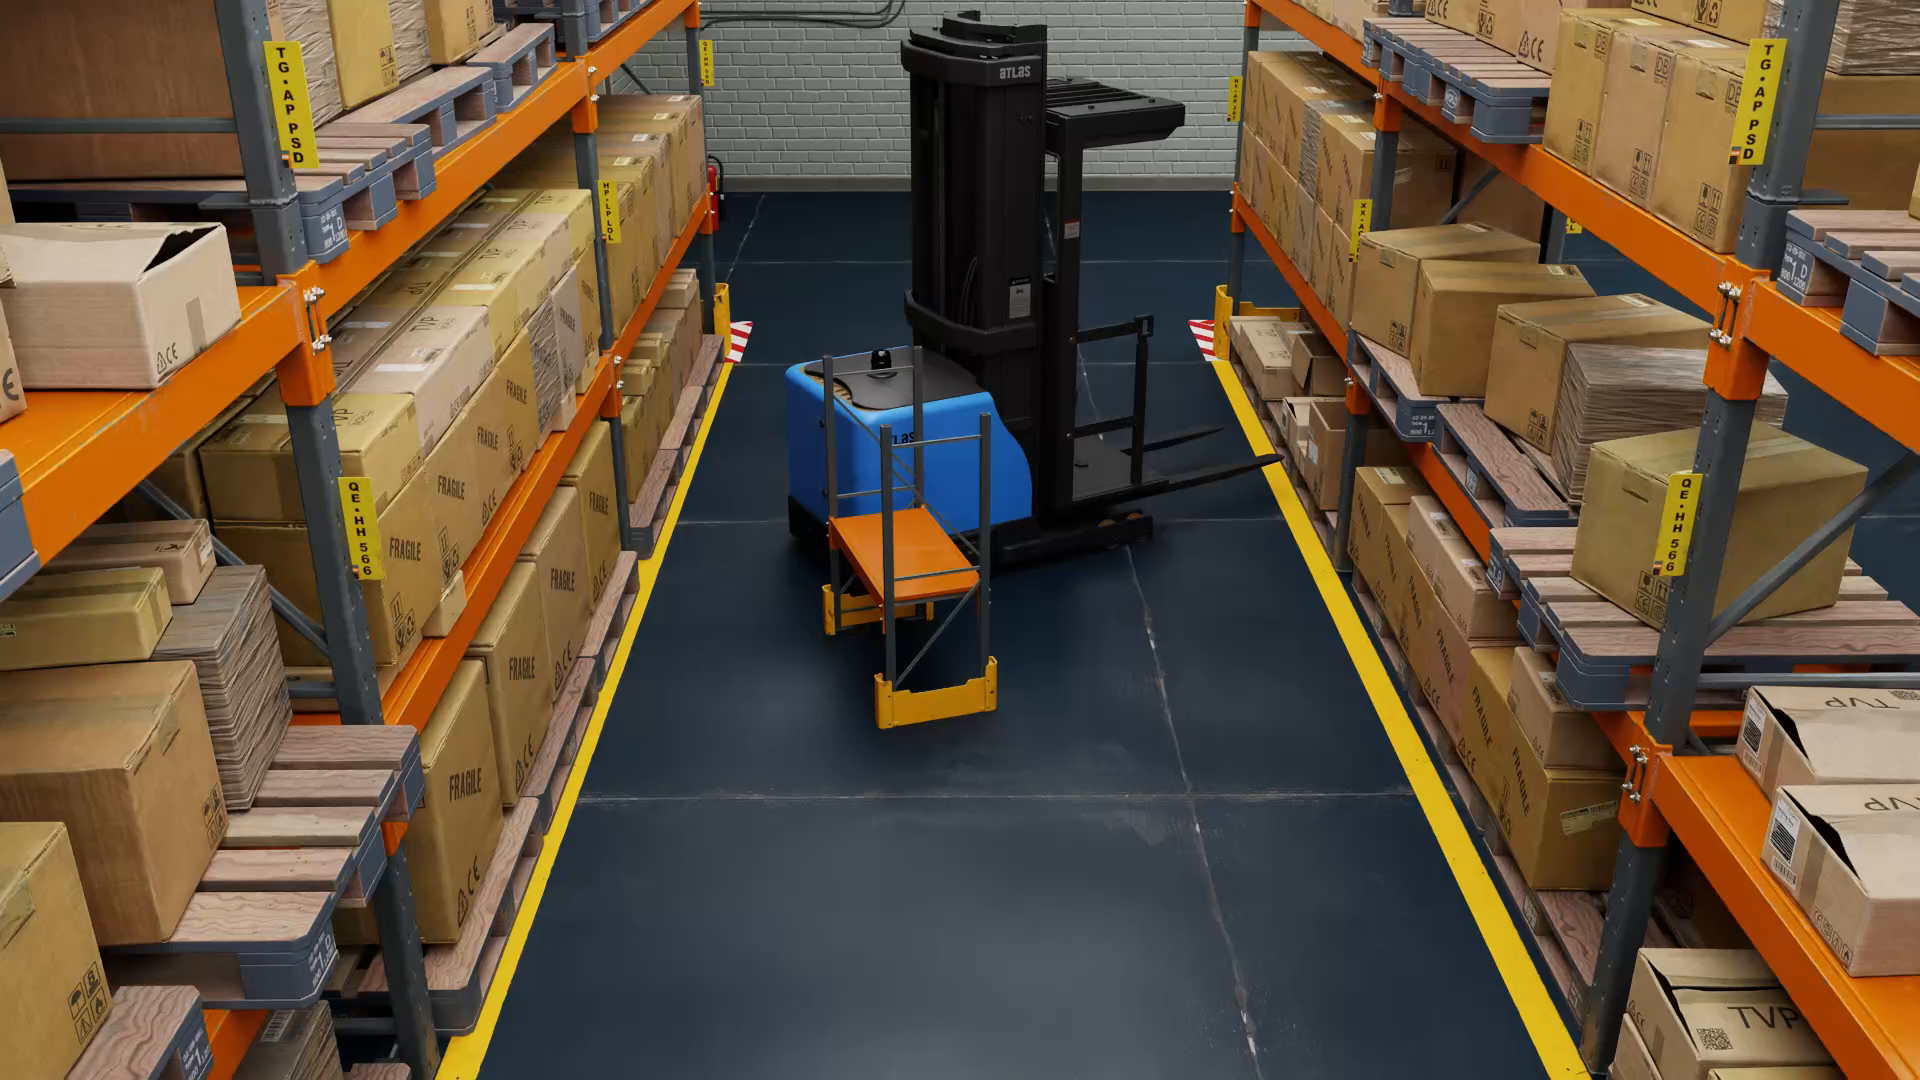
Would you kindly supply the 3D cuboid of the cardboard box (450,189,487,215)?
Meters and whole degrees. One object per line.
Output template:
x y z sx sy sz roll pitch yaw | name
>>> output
-2.596 -1.523 8.061 0.500 0.250 0.500 0 24 1 | cardboard box

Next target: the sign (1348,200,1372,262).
2.070 -1.595 8.585 0.100 0.325 0.005 0 24 -1 | sign

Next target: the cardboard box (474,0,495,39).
-2.441 -2.432 7.191 0.700 0.500 0.500 -2 24 -3 | cardboard box

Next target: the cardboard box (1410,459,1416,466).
2.825 -0.355 9.624 0.500 0.311 0.500 0 24 -1 | cardboard box

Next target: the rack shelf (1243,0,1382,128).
2.591 -3.069 10.128 1.077 0.370 4.000 0 24 -1 | rack shelf

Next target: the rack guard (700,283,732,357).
-2.384 -1.701 12.905 1.175 0.500 0.348 0 24 -1 | rack guard

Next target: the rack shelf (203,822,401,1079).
-2.275 1.618 3.405 1.077 0.370 4.000 0 24 -1 | rack shelf

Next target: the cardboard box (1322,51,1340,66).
2.849 -3.173 11.791 0.500 0.500 0.500 0 24 -1 | cardboard box

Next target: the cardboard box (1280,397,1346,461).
2.315 -0.724 10.439 0.500 0.311 0.500 0 24 -1 | cardboard box

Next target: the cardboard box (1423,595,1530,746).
2.394 0.567 7.355 0.500 0.500 0.500 -1 24 -3 | cardboard box

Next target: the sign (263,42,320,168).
-1.754 -1.138 4.358 0.100 0.325 0.005 0 24 -1 | sign

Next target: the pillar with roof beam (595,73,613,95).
1.026 -6.692 13.625 9.100 9.000 0.400 0 24 -1 | pillar with roof beam

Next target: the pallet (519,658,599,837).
-2.241 0.910 7.481 1.003 0.211 1.213 0 24 -1 | pallet

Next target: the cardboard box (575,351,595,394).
-2.027 -0.835 8.236 0.380 0.149 0.250 0 24 0 | cardboard box

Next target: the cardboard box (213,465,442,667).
-2.046 0.075 5.438 0.500 0.500 0.500 0 24 1 | cardboard box

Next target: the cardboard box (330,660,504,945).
-2.174 0.951 6.107 0.750 0.750 0.750 -1 24 -1 | cardboard box

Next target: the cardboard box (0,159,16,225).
-2.519 -0.657 3.778 0.500 0.500 0.500 0 24 -1 | cardboard box

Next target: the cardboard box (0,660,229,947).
-2.249 0.644 4.031 0.700 0.500 0.500 -3 24 -6 | cardboard box

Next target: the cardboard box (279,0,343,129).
-2.418 -1.564 5.273 0.700 0.500 0.500 -2 24 -3 | cardboard box

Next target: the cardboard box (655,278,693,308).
-2.089 -1.733 11.678 0.380 0.149 0.250 0 24 1 | cardboard box

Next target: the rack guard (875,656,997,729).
-0.111 0.719 7.857 0.587 0.250 0.087 -8 25 -17 | rack guard

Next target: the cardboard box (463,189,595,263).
-2.080 -1.522 8.060 0.500 0.250 0.500 0 24 1 | cardboard box

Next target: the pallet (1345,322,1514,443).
2.512 -0.788 8.086 1.003 0.211 1.213 0 24 -1 | pallet

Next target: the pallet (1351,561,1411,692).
2.660 0.400 8.610 1.003 0.211 1.213 0 24 -1 | pallet

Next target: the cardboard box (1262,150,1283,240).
2.324 -2.296 11.065 0.500 0.500 0.500 0 24 -1 | cardboard box

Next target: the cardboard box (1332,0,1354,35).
2.347 -2.909 9.085 0.500 0.250 0.500 0 24 -1 | cardboard box

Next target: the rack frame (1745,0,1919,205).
2.656 -2.291 3.895 1.000 3.000 0.127 0 24 -1 | rack frame

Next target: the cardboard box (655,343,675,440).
-2.252 -0.961 10.760 0.700 0.500 0.500 0 24 1 | cardboard box

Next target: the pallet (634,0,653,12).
-2.349 -3.347 9.978 1.003 0.211 1.213 0 24 -1 | pallet

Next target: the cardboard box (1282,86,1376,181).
2.331 -2.540 10.392 0.500 0.500 0.500 0 24 -1 | cardboard box

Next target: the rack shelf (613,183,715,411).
-2.362 -1.678 10.694 1.077 0.370 4.000 0 24 -1 | rack shelf

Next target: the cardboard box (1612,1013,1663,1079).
2.369 1.721 5.132 0.500 0.250 0.500 0 24 -1 | cardboard box

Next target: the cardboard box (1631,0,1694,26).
2.647 -2.025 5.614 0.500 0.500 0.500 0 24 -1 | cardboard box

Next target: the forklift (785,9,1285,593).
0.543 -1.462 9.425 3.031 2.935 1.130 -13 27 -27 | forklift

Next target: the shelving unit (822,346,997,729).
-0.269 -0.045 8.030 0.587 1.500 1.083 -8 25 -17 | shelving unit

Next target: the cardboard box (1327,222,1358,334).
2.351 -1.456 9.208 0.500 0.500 0.500 0 24 0 | cardboard box

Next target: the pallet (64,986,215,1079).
-2.234 1.369 3.315 1.003 0.211 1.213 0 24 -1 | pallet

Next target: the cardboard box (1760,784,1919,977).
2.473 0.853 4.333 0.500 0.311 0.500 -1 24 -1 | cardboard box

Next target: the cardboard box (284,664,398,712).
-2.069 0.435 5.429 0.380 0.149 0.250 -1 24 -1 | cardboard box

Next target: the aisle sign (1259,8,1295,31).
2.275 -4.065 11.944 0.394 0.787 0.004 0 24 -1 | aisle sign

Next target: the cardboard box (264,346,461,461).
-2.051 -0.475 5.744 0.500 0.250 0.500 -1 24 -1 | cardboard box

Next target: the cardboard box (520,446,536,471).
-2.084 -0.415 7.308 0.380 0.149 0.250 -1 24 -2 | cardboard box

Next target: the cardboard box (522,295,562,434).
-2.071 -0.766 7.297 0.500 0.500 0.500 0 24 0 | cardboard box

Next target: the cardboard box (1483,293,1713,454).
2.694 -0.715 7.060 0.700 0.500 0.500 -6 25 -14 | cardboard box

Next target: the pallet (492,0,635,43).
-2.339 -2.845 8.869 1.003 0.211 1.213 0 24 -1 | pallet

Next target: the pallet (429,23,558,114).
-2.281 -2.084 7.310 0.805 0.209 1.217 -1 24 -3 | pallet

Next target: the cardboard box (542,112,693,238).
-2.350 -2.457 11.179 0.980 0.700 0.700 0 24 -1 | cardboard box

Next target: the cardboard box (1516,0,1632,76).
2.562 -2.097 6.355 0.600 0.600 0.600 -1 24 -3 | cardboard box

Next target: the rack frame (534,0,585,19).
-2.341 -3.915 7.487 1.000 3.000 0.127 0 24 -1 | rack frame

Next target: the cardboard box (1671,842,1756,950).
2.937 1.192 5.974 0.500 0.500 0.500 1 24 2 | cardboard box

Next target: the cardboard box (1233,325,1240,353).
2.233 -1.486 12.301 0.380 0.166 0.250 0 24 -1 | cardboard box

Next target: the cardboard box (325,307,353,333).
-2.566 -0.676 6.188 0.500 0.250 0.500 -1 24 -2 | cardboard box

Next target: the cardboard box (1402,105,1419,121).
2.878 -2.327 9.920 0.500 0.500 0.500 -1 24 -2 | cardboard box
